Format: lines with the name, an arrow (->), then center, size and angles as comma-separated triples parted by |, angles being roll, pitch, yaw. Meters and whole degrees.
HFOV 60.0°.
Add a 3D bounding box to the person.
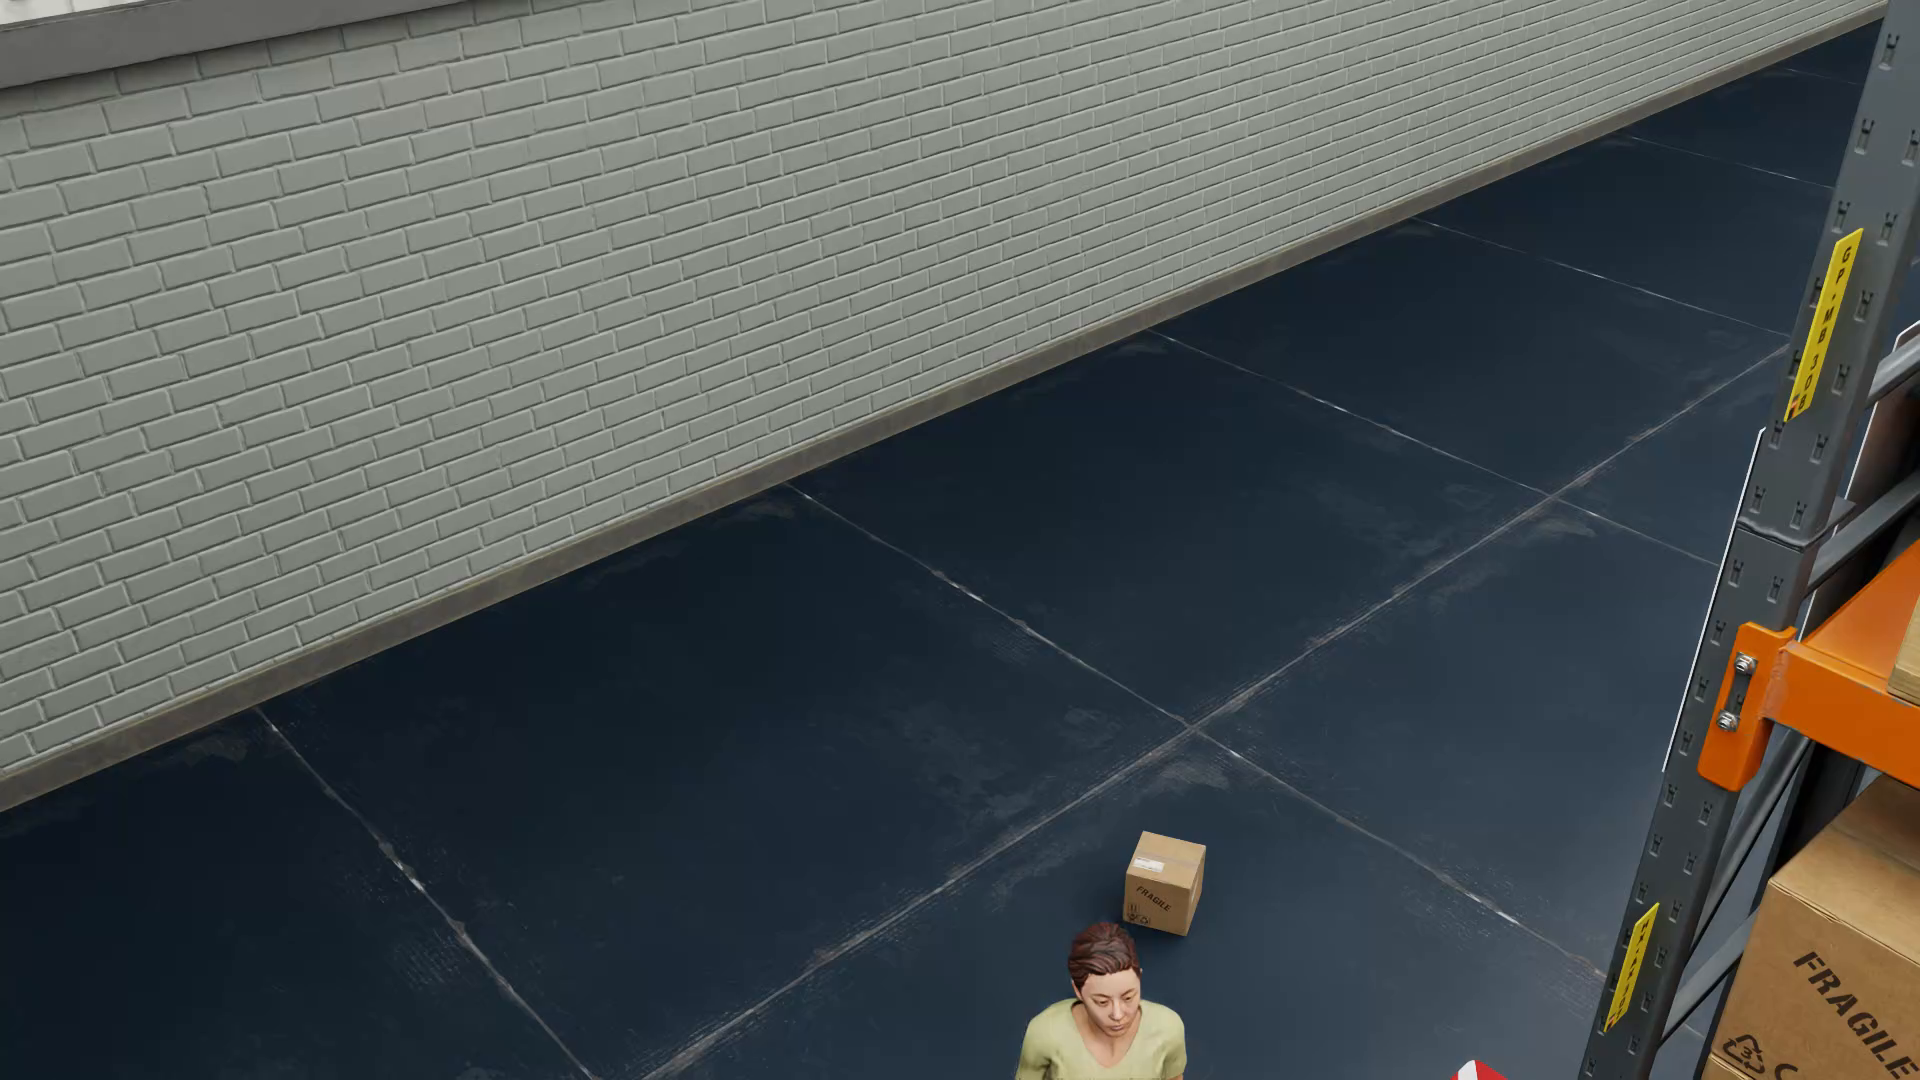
person -> 0.352, 1.745, 4.358 | 0.446, 1.717, 0.654 | 2, 32, 4
